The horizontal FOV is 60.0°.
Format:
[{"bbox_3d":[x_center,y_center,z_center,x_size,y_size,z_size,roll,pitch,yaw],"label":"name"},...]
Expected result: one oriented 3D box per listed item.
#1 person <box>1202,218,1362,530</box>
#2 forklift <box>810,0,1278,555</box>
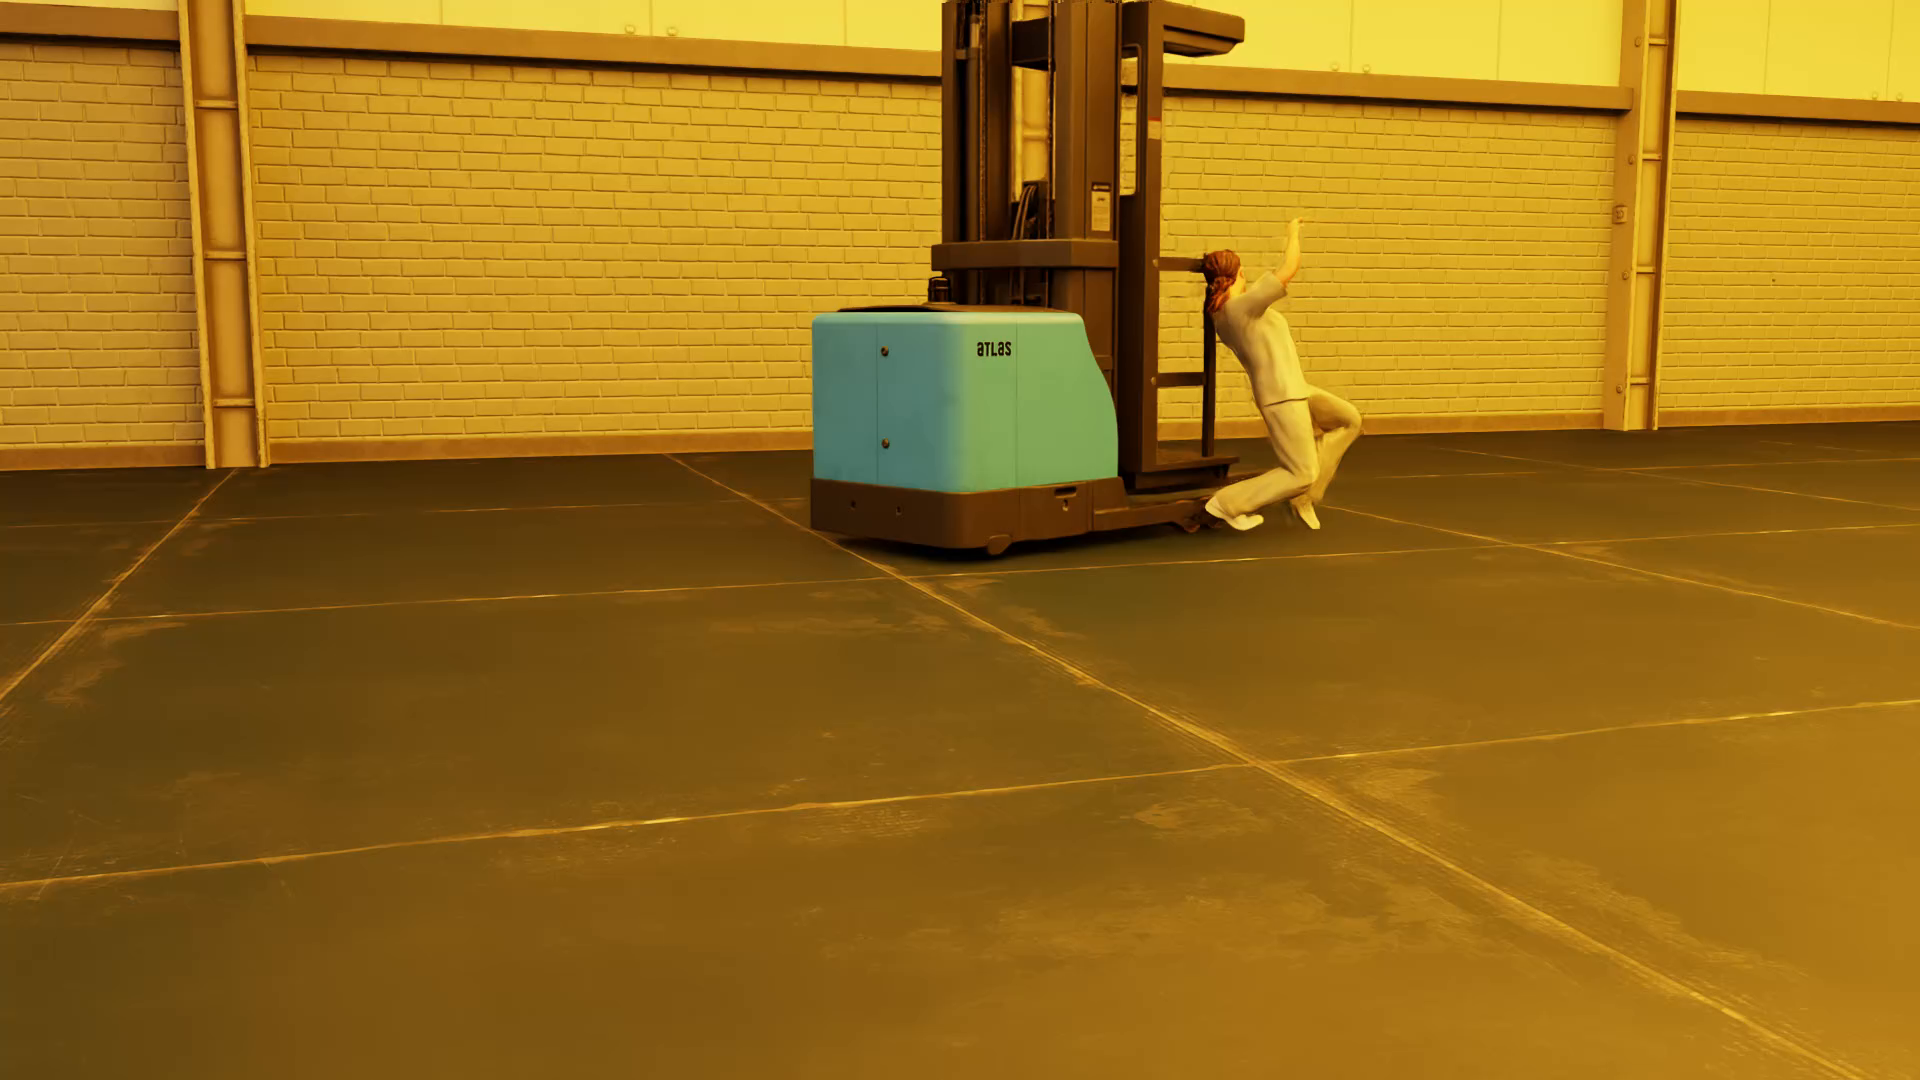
[{"bbox_3d":[1.592,-0.815,8.291,0.805,1.535,0.984,1,8,5],"label":"person"},{"bbox_3d":[0.701,-1.531,8.302,3.031,2.935,1.130,-8,11,-44],"label":"forklift"}]
